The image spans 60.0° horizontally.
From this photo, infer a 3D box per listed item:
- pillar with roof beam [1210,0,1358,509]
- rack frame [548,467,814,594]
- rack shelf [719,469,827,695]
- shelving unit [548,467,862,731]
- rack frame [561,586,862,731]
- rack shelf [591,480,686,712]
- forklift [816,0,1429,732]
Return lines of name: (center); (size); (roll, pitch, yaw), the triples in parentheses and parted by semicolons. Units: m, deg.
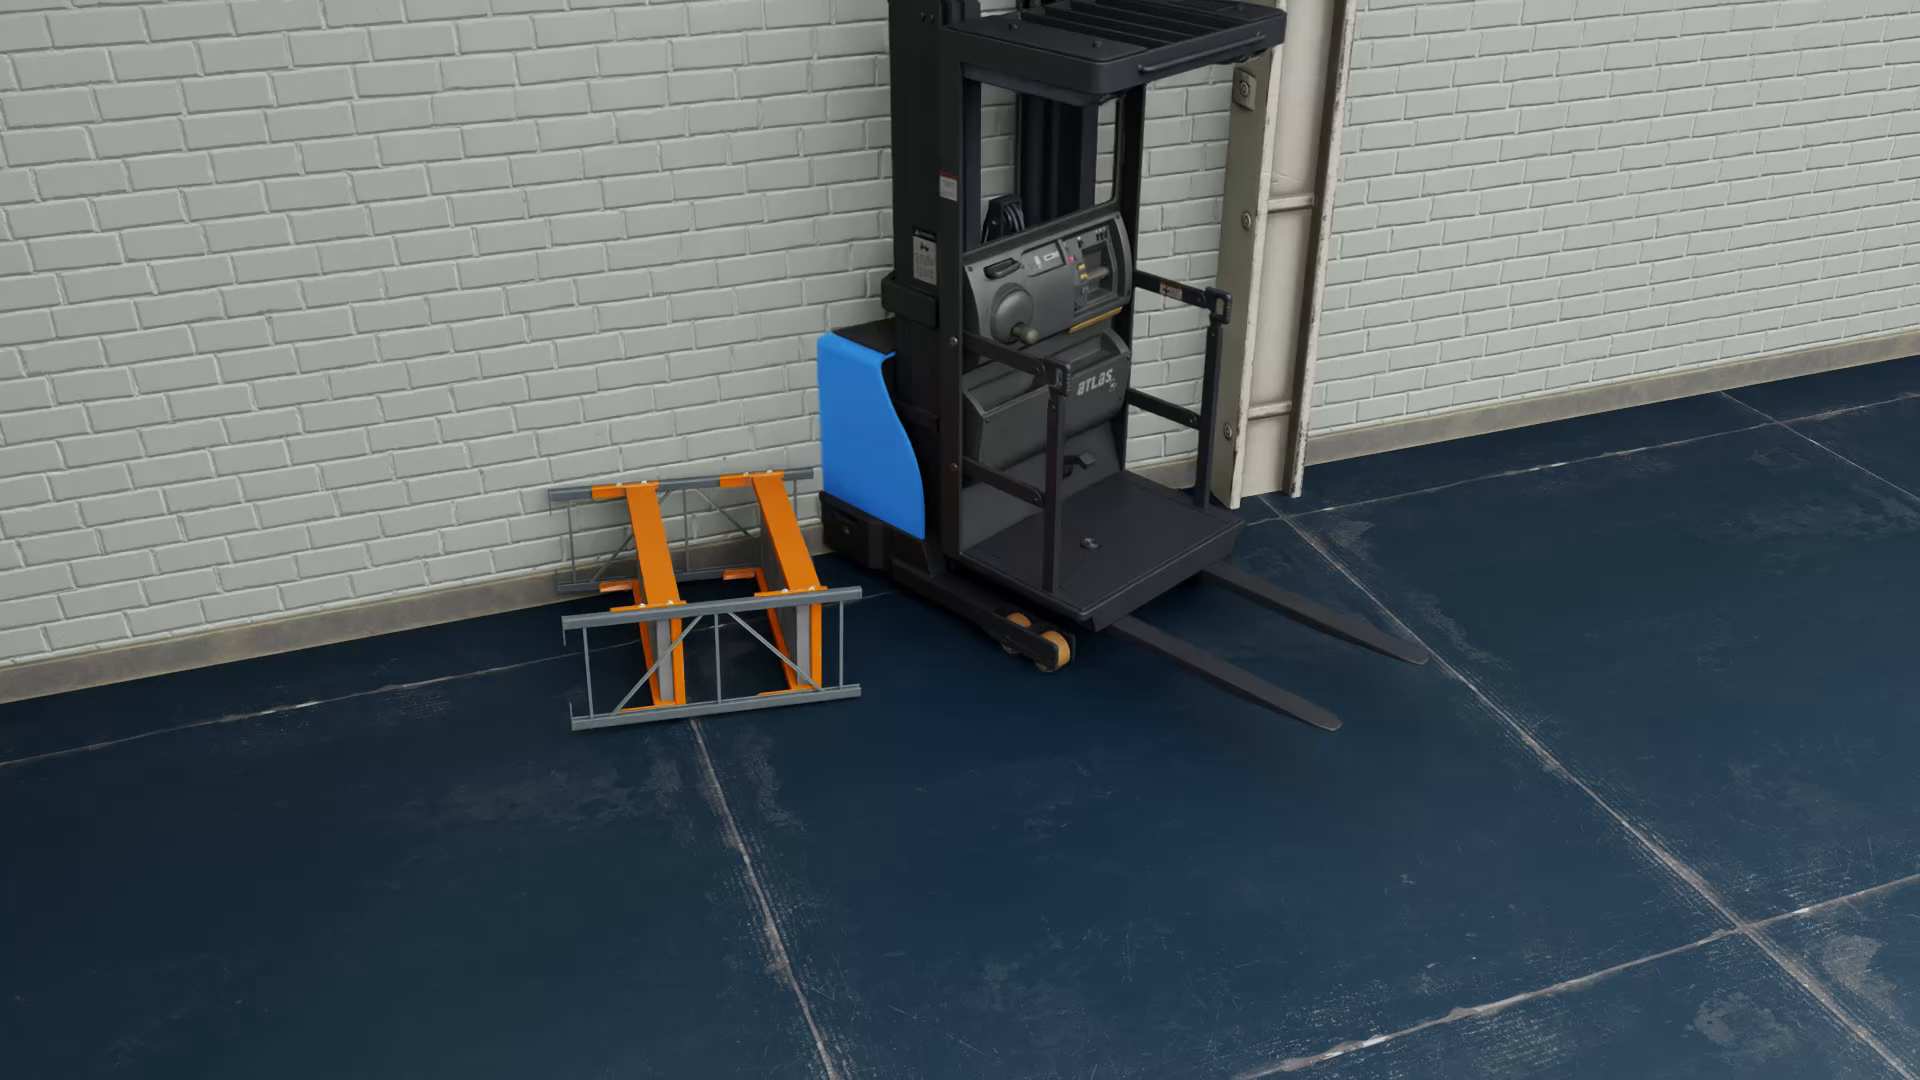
pillar with roof beam: (2.932, -2.165, 2.460); (0.400, 9.000, 9.100); (-10, 31, -18)
rack frame: (-1.194, -0.042, 7.226); (1.125, 0.500, 0.032); (-6, 31, -14)
rack shelf: (-0.780, 0.178, 6.872); (0.278, 0.538, 1.000); (-6, 31, -14)
shelving unit: (-1.063, 0.205, 6.801); (1.125, 0.538, 1.048); (-6, 31, -14)
rack frame: (-0.932, 0.452, 6.376); (1.125, 0.500, 0.032); (-6, 31, -14)
rack shelf: (-1.299, 0.228, 6.742); (0.278, 0.538, 1.000); (-6, 31, -14)
forklift: (0.520, -1.025, 6.589); (3.031, 2.935, 1.130); (26, 39, 38)
